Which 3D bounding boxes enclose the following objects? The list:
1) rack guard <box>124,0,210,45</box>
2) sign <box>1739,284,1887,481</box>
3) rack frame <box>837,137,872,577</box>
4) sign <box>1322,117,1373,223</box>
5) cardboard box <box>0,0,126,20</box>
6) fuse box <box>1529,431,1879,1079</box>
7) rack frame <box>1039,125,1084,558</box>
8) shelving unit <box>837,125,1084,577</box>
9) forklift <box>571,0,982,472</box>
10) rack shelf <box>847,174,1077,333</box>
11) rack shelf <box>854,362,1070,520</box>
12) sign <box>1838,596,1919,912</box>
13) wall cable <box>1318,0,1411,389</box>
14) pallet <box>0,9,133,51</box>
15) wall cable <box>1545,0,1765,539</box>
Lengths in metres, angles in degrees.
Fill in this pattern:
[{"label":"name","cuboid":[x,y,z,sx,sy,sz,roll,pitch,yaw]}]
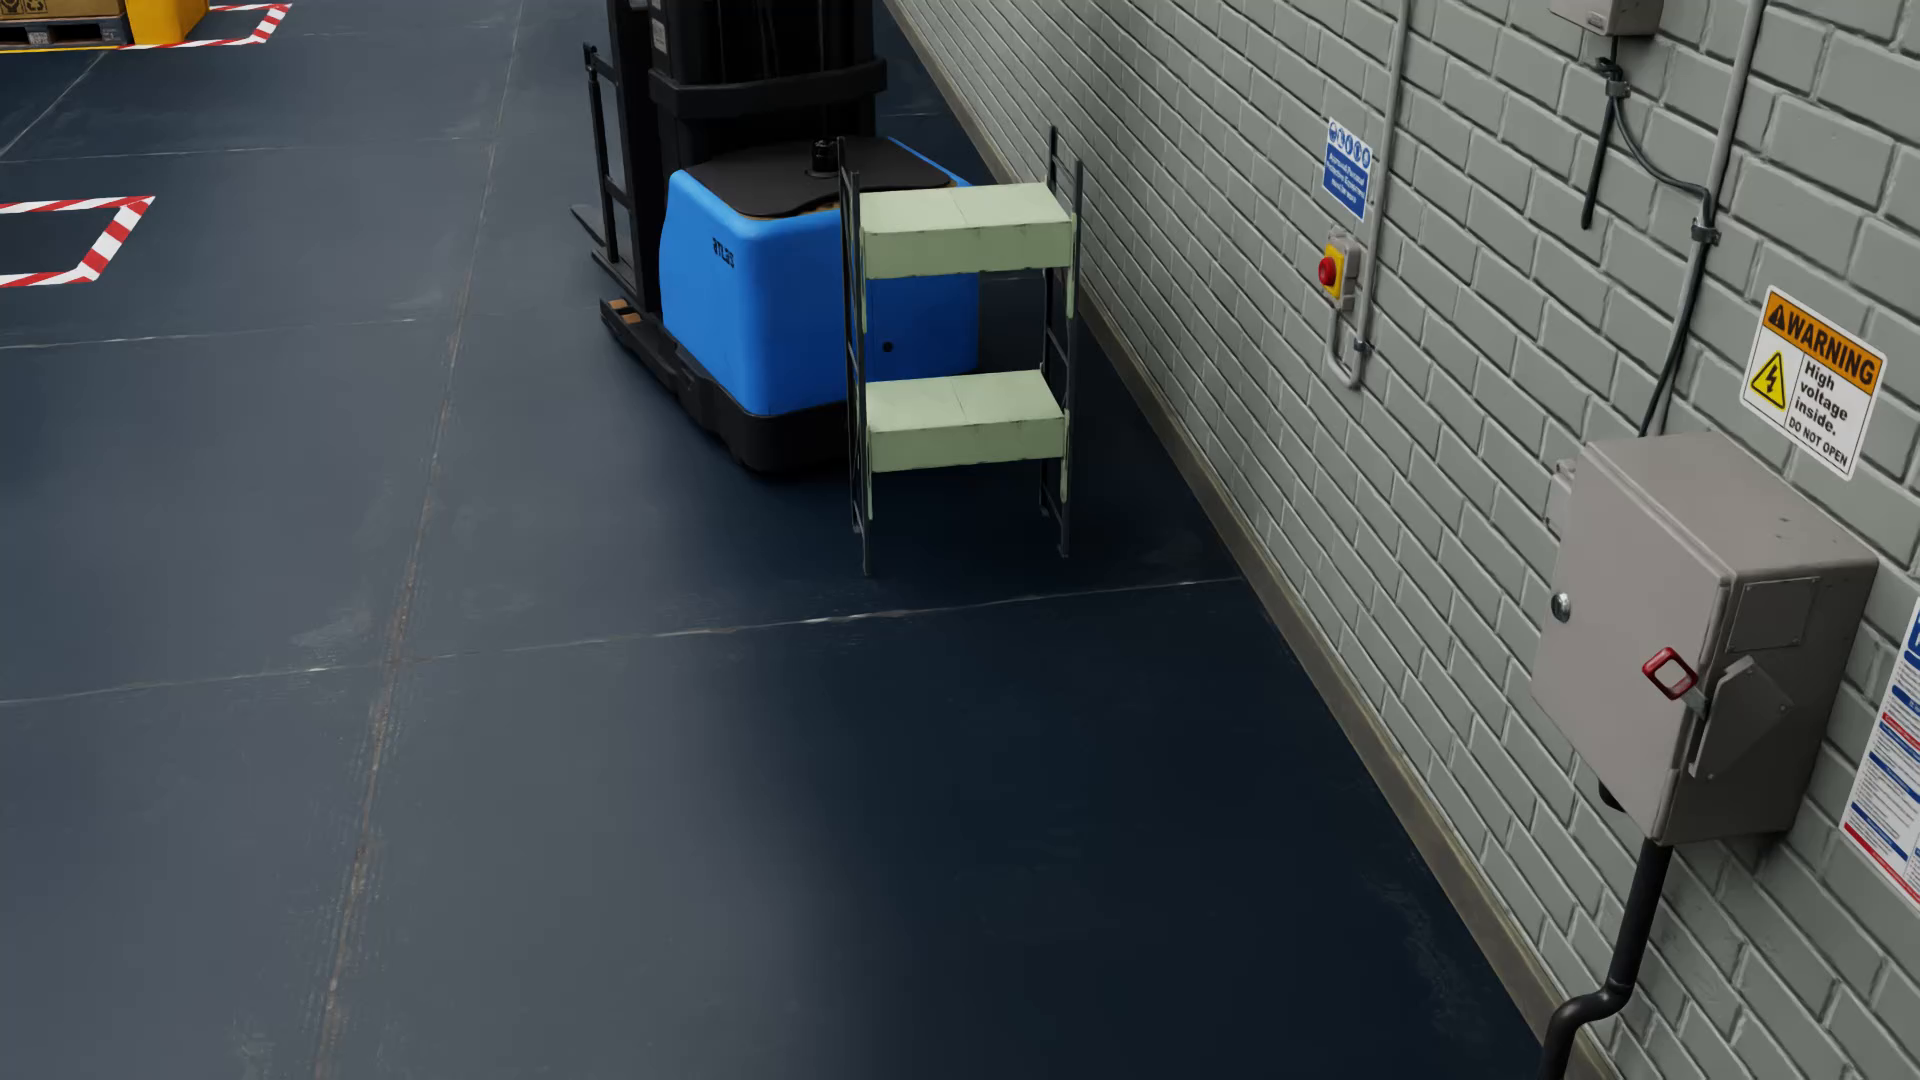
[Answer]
[{"label":"rack guard","cuboid":[-6.223,-4.281,13.038,0.348,0.500,1.175,-5,31,-9]},{"label":"sign","cuboid":[1.510,-0.284,2.959,0.001,0.242,0.339,-5,31,-9]},{"label":"rack frame","cuboid":[-0.367,-0.612,5.812,0.023,1.500,0.400,-5,31,-9]},{"label":"sign","cuboid":[1.133,-1.088,4.875,0.001,0.218,0.327,-5,31,-9]},{"label":"cardboard box","cuboid":[-6.861,-4.524,12.666,0.875,0.875,0.875,-5,31,-9]},{"label":"fuse box","cuboid":[1.316,0.674,3.416,0.414,1.711,0.539,-5,31,-9]},{"label":"rack frame","cuboid":[0.353,-0.679,5.926,0.023,1.500,0.400,-5,31,-9]},{"label":"shelving unit","cuboid":[-0.007,-0.646,5.869,0.755,1.500,0.431,-5,31,-9]},{"label":"forklift","cuboid":[-1.052,-2.253,7.189,1.130,2.935,3.031,-15,34,-24]},{"label":"rack shelf","cuboid":[-0.007,-0.982,5.671,0.720,0.370,0.431,-5,31,-9]},{"label":"rack shelf","cuboid":[-0.007,-0.365,6.034,0.720,0.370,0.431,-5,31,-9]},{"label":"sign","cuboid":[1.609,0.387,2.727,0.001,0.494,0.329,-5,31,-9]},{"label":"wall cable","cuboid":[1.081,-1.394,4.628,0.123,1.953,0.585,-5,31,-9]},{"label":"pallet","cuboid":[-7.019,-4.043,12.917,1.213,0.211,1.003,-5,31,-9]},{"label":"wall cable","cuboid":[1.348,-0.674,3.435,0.122,1.984,0.588,-5,31,-9]}]
